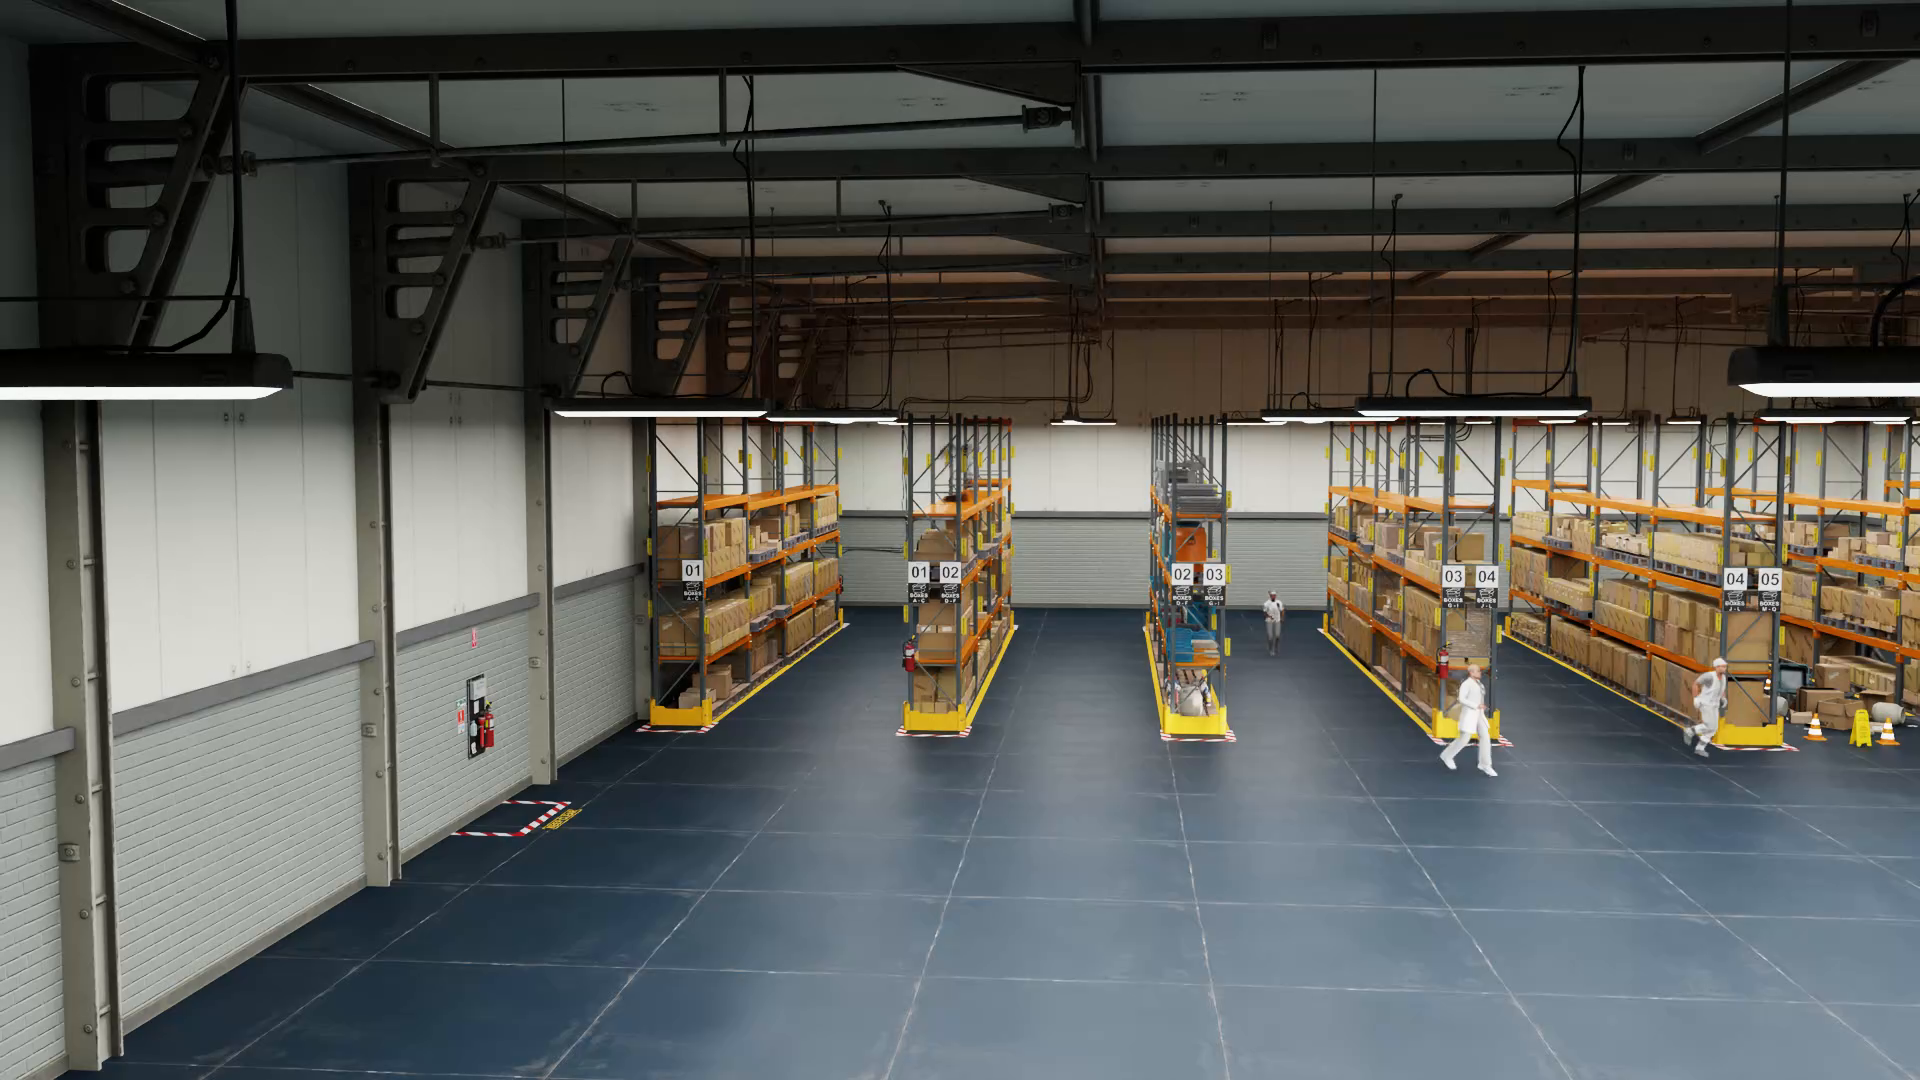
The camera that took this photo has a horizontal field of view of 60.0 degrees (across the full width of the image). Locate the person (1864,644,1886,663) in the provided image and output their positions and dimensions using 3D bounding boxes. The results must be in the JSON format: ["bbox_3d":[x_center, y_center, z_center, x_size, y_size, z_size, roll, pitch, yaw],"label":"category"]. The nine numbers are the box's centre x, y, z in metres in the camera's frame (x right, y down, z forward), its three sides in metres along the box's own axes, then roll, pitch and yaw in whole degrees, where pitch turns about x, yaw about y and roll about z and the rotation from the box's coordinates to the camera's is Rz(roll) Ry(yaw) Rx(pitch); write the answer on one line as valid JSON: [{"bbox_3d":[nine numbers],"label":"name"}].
[{"bbox_3d":[21.831,2.295,39.710,0.617,1.616,0.956,0,4,-3],"label":"person"}]

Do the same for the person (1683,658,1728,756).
[{"bbox_3d":[13.139,2.914,29.220,0.654,1.716,0.696,-3,5,-33],"label":"person"}]

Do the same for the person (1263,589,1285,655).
[{"bbox_3d":[7.909,2.075,41.881,0.562,1.661,0.562,0,4,6],"label":"person"}]

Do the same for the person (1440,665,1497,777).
[{"bbox_3d":[8.519,2.970,27.650,0.750,1.801,1.012,-3,5,-42],"label":"person"}]
